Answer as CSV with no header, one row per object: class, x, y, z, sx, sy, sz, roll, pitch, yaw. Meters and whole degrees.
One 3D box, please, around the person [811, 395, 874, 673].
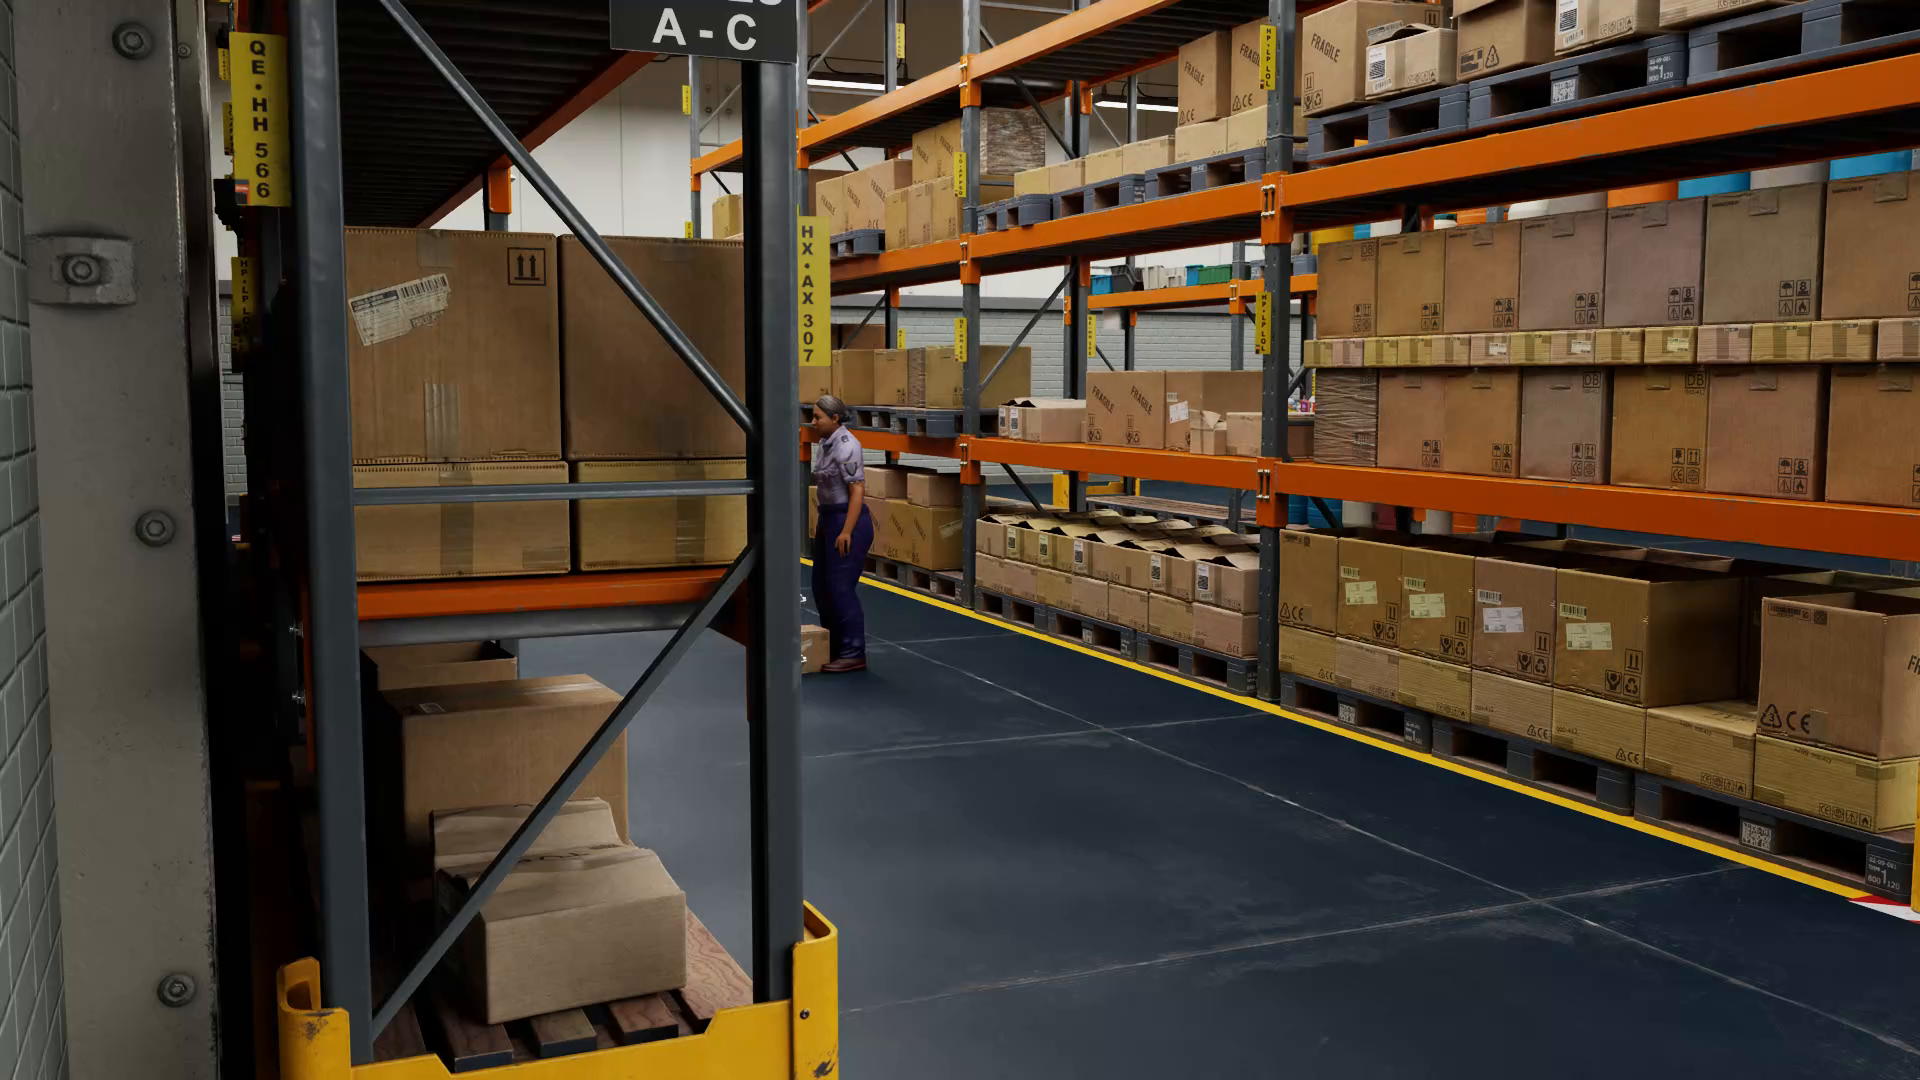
person,-0.750,-0.048,10.043,0.337,1.652,0.538,-2,6,-23
